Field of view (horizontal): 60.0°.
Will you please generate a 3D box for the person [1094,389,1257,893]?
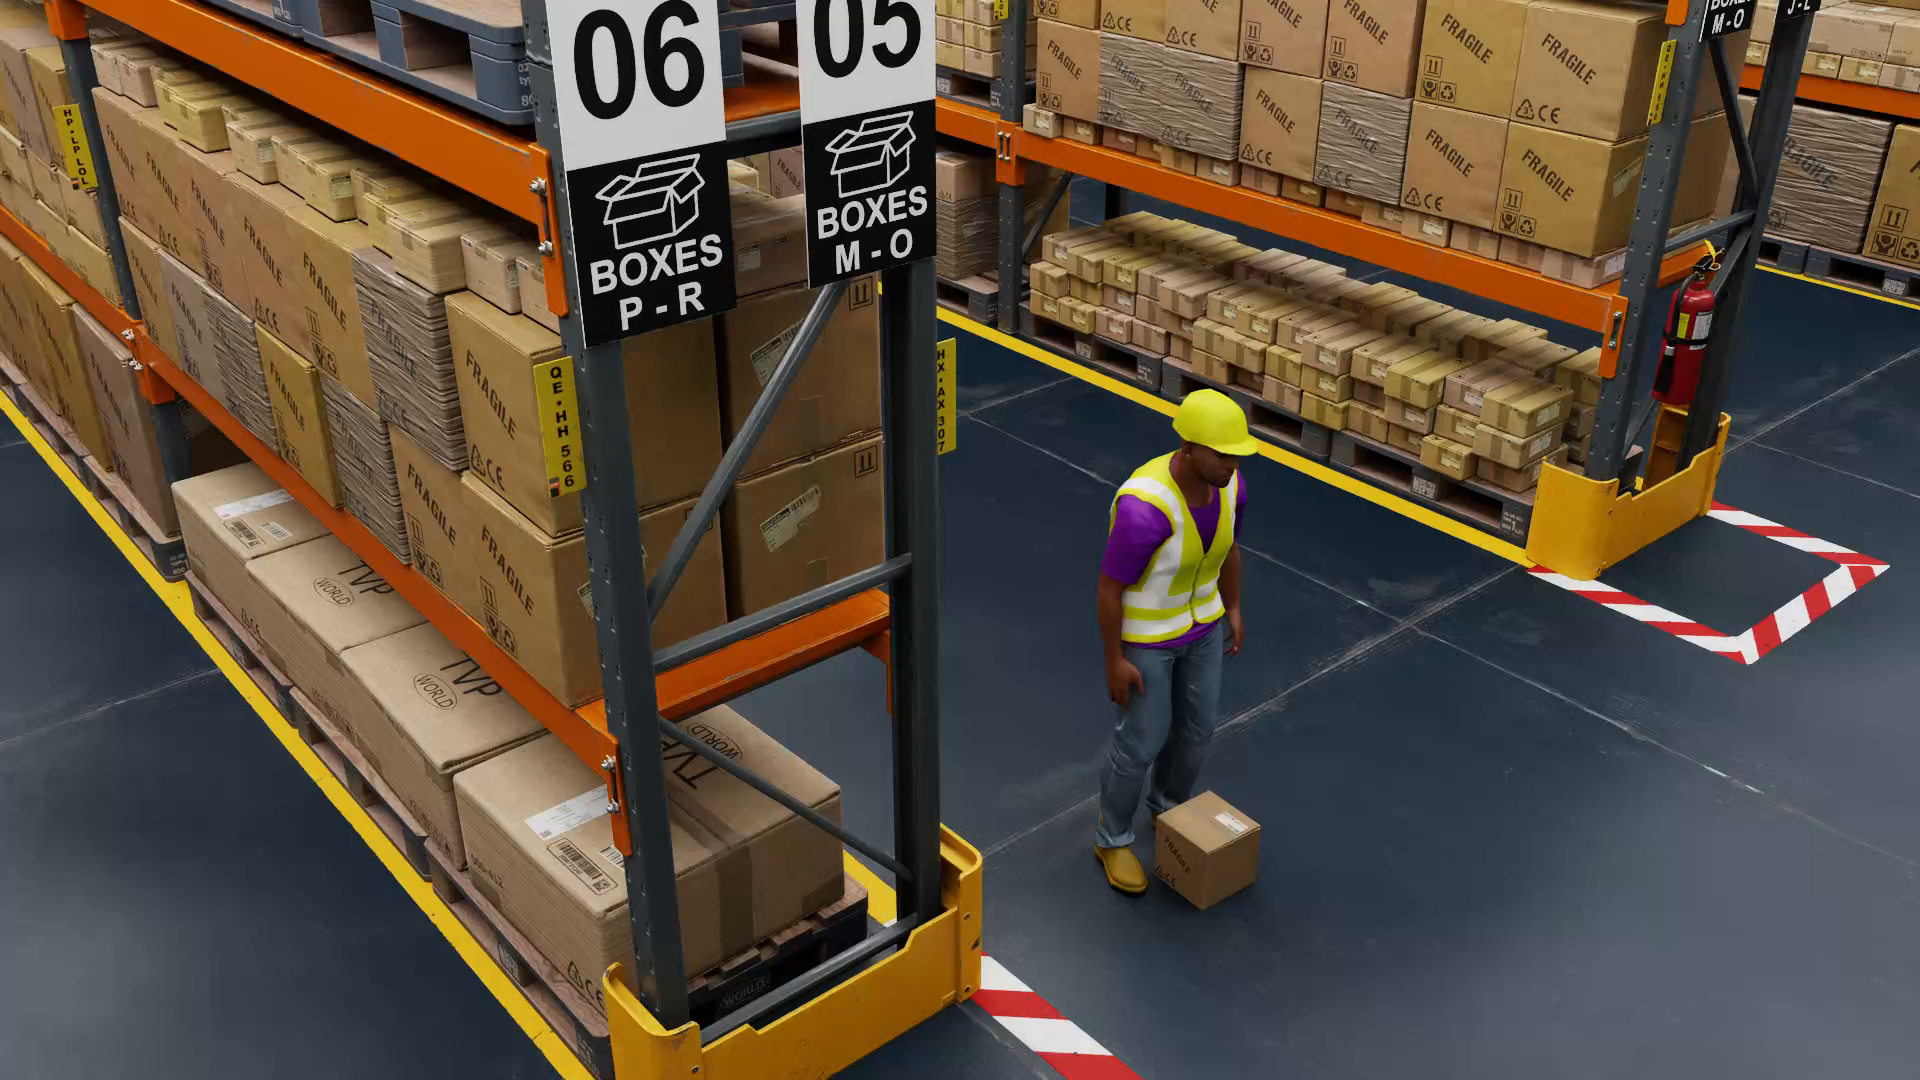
[{"bbox_3d":[0.715,0.312,5.518,0.633,1.759,0.461,-20,34,-33],"label":"person"}]
